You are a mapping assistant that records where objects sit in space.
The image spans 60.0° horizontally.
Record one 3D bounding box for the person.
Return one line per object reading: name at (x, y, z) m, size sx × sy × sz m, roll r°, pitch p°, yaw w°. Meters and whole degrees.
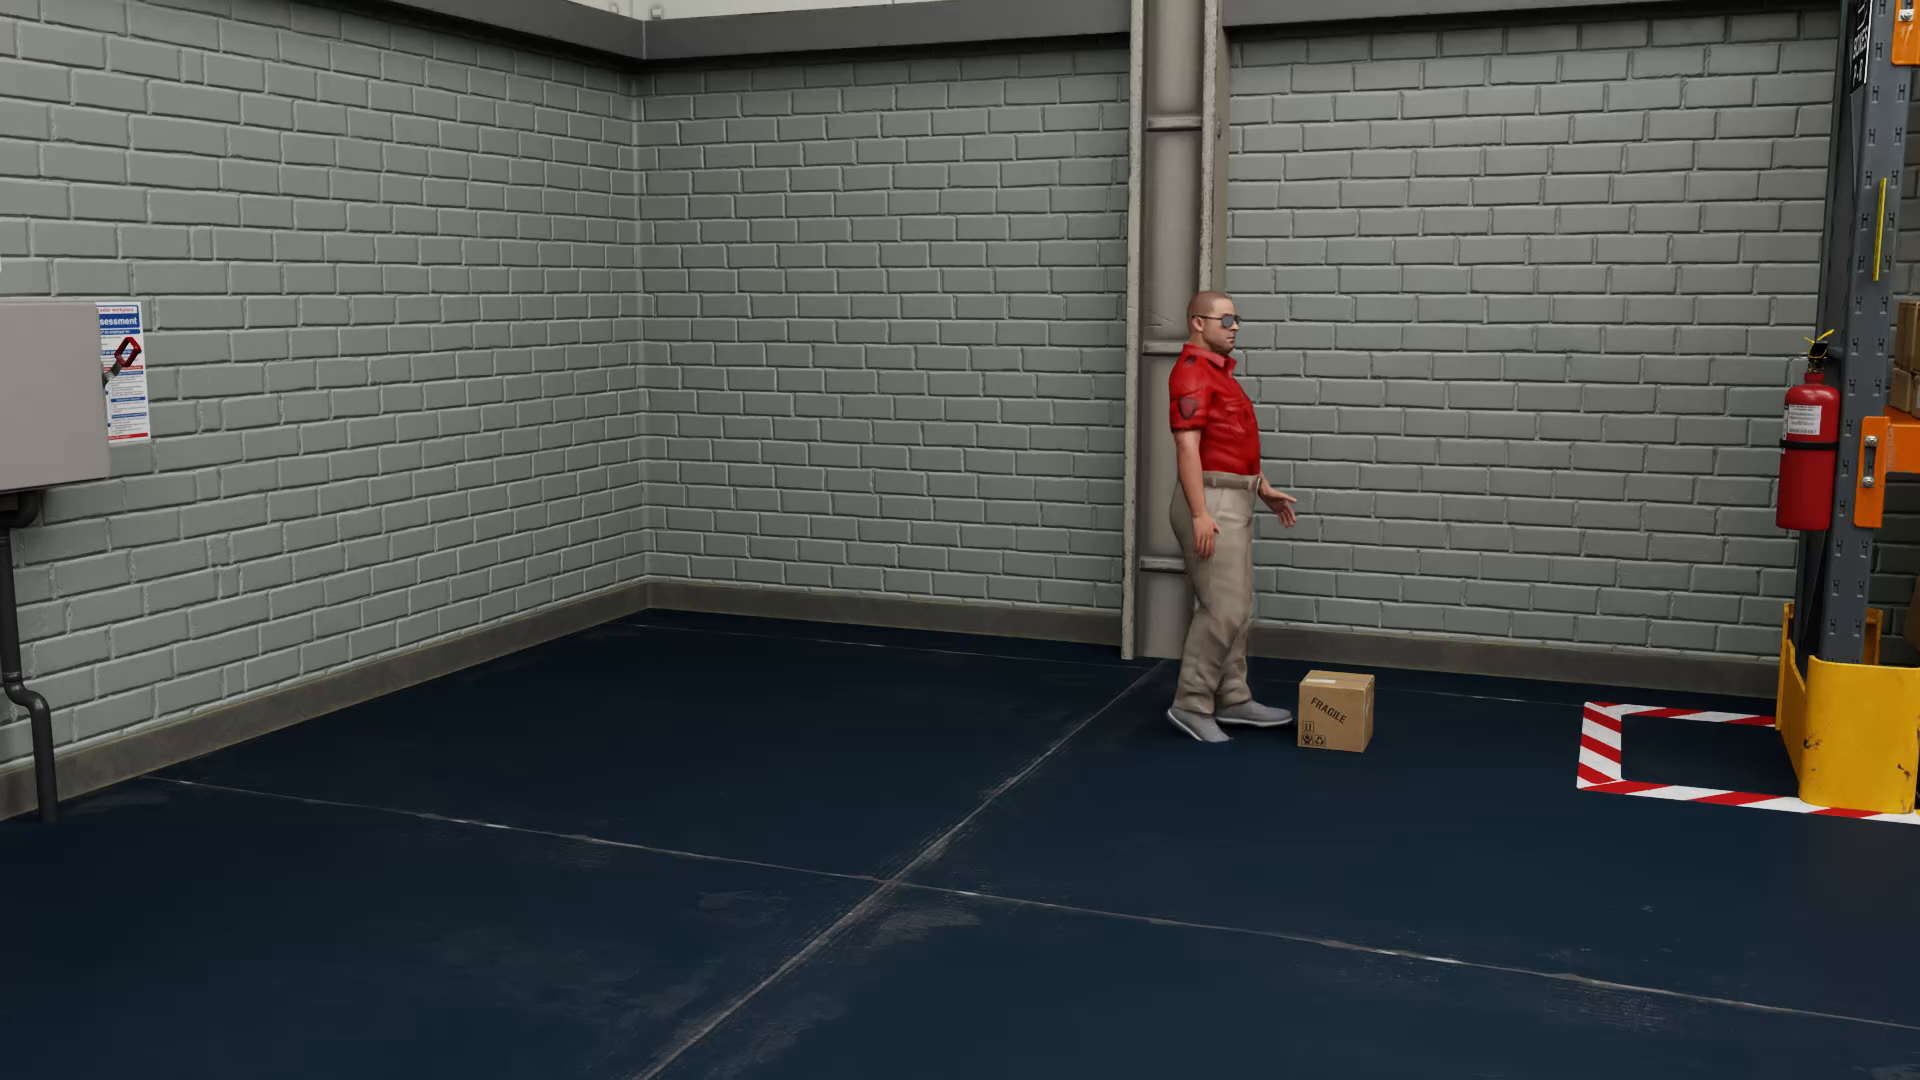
person at (1.076, -0.063, 6.531) m, size 0.488 × 1.812 × 0.610 m, roll 3°, pitch 9°, yaw 16°
